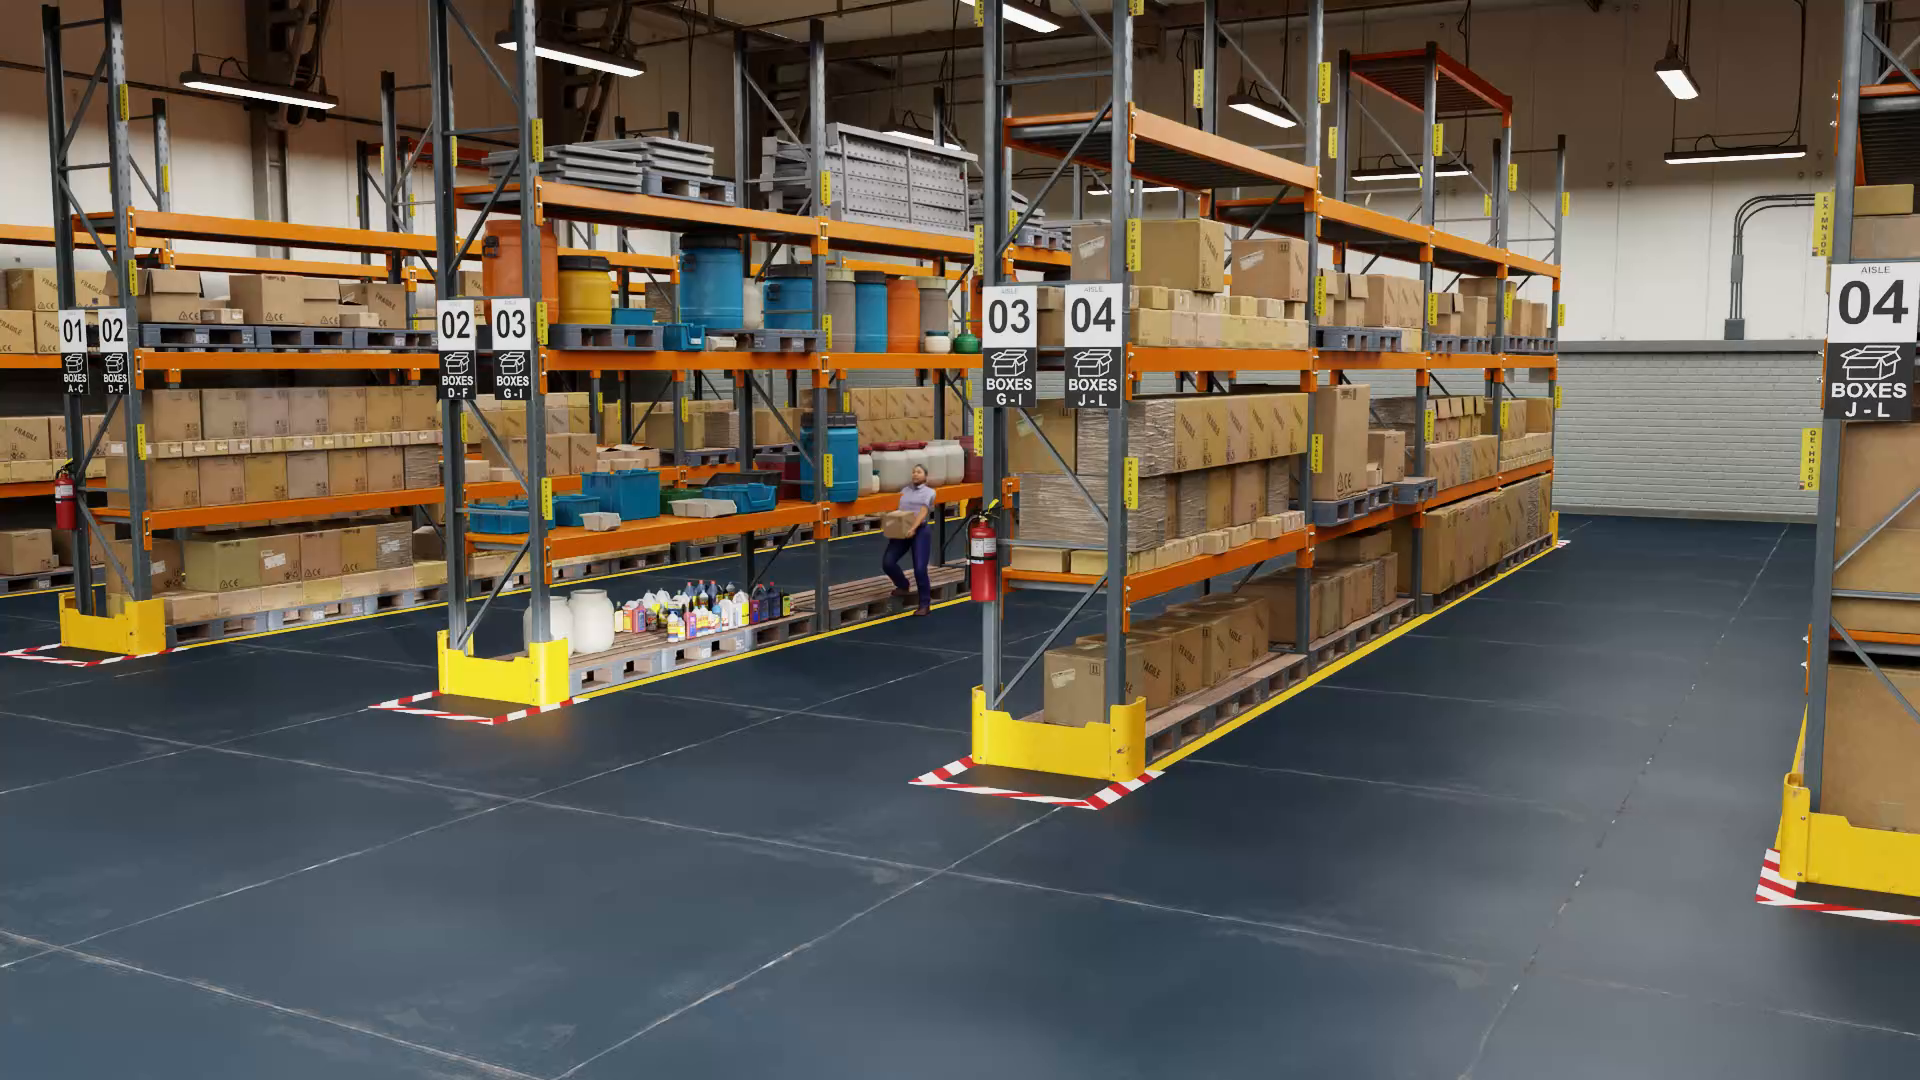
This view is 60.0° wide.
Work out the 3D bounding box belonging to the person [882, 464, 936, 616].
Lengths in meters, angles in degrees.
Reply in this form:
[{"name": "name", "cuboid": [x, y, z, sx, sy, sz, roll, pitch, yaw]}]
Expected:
[{"name": "person", "cuboid": [-0.539, 0.005, 17.903, 0.445, 1.601, 0.558, 4, 7, 30]}]
